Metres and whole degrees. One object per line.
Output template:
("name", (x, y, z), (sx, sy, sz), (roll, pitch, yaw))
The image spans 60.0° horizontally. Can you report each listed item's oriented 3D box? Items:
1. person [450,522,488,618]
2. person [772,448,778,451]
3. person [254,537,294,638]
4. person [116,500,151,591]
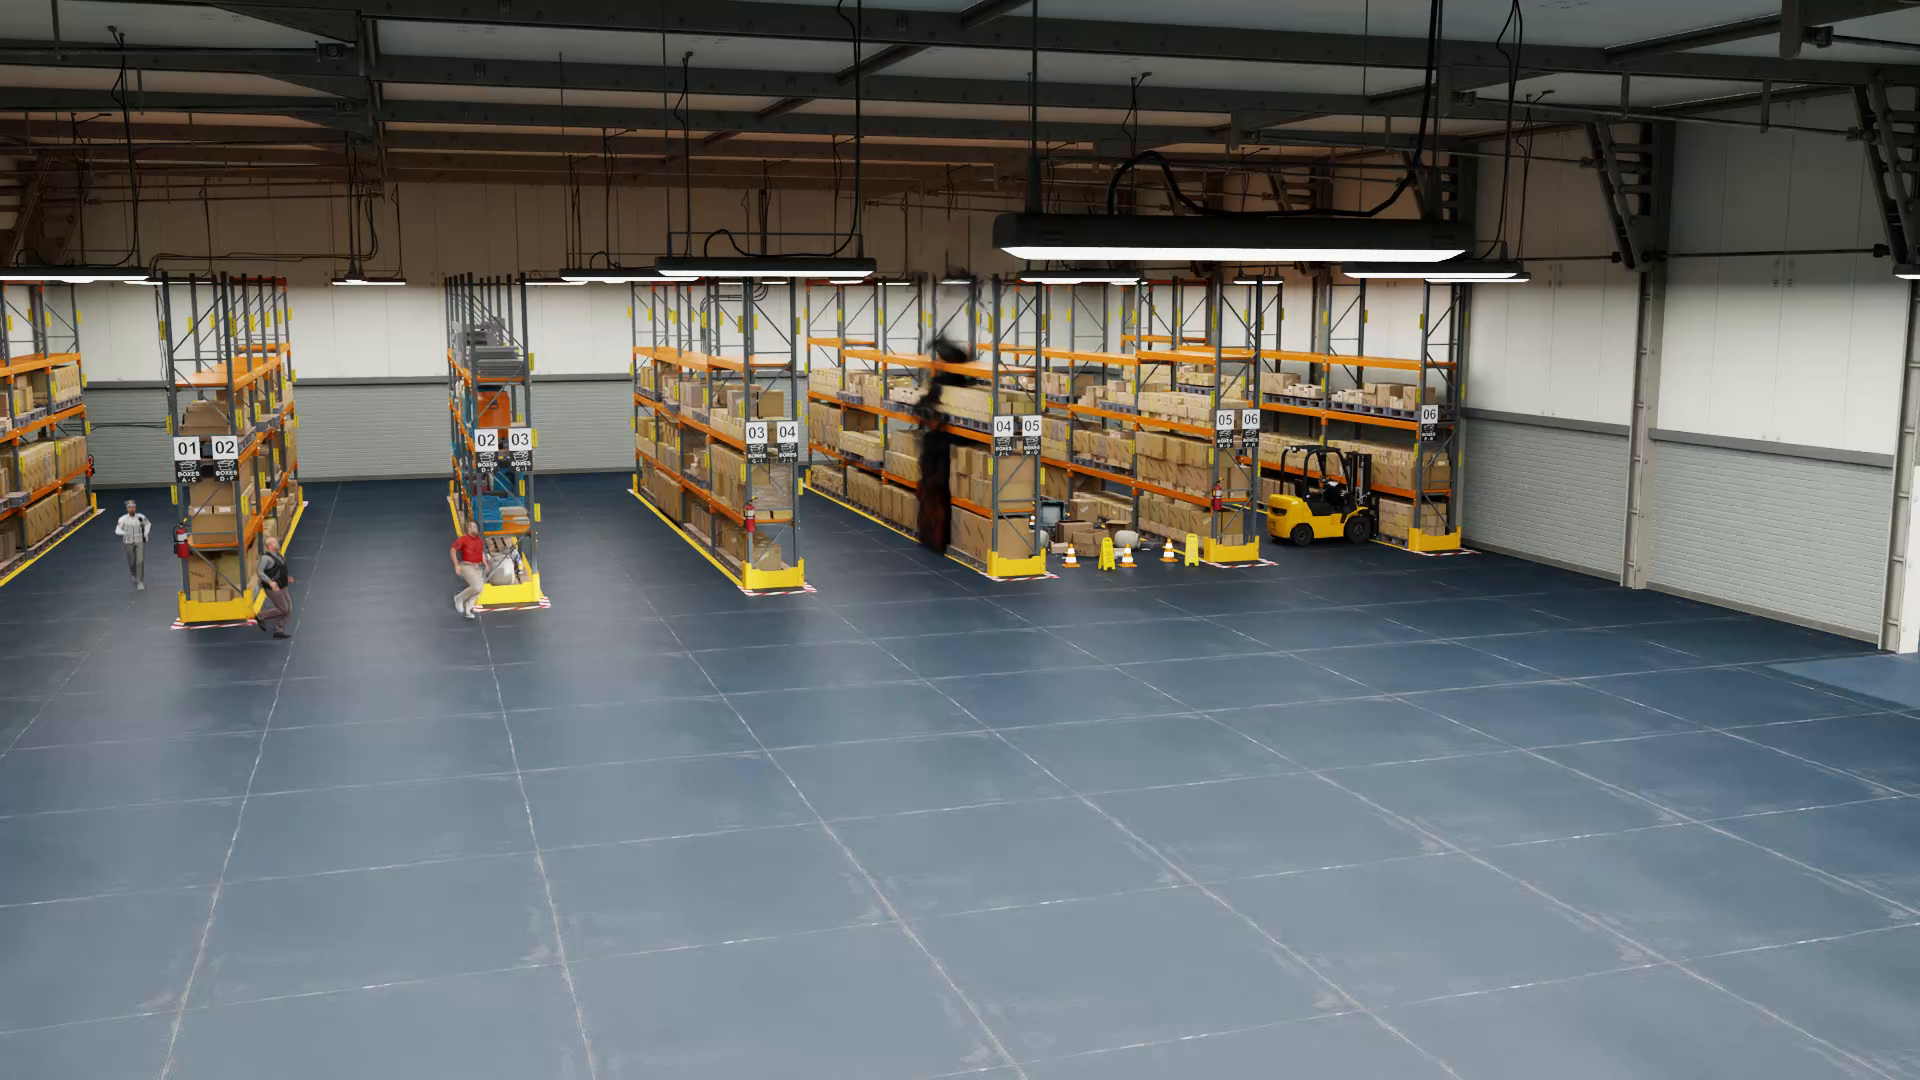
("person", (-8.541, 0.515, 29.216), (0.527, 1.652, 0.700), (4, 9, 23))
("person", (-5.063, -2.004, 46.316), (0.606, 1.598, 0.810), (-1, 9, -9))
("person", (-11.306, 0.790, 27.393), (0.591, 1.686, 0.661), (0, 9, 3))
("person", (-15.805, 0.080, 31.837), (0.612, 1.689, 0.920), (-4, 10, -26))
